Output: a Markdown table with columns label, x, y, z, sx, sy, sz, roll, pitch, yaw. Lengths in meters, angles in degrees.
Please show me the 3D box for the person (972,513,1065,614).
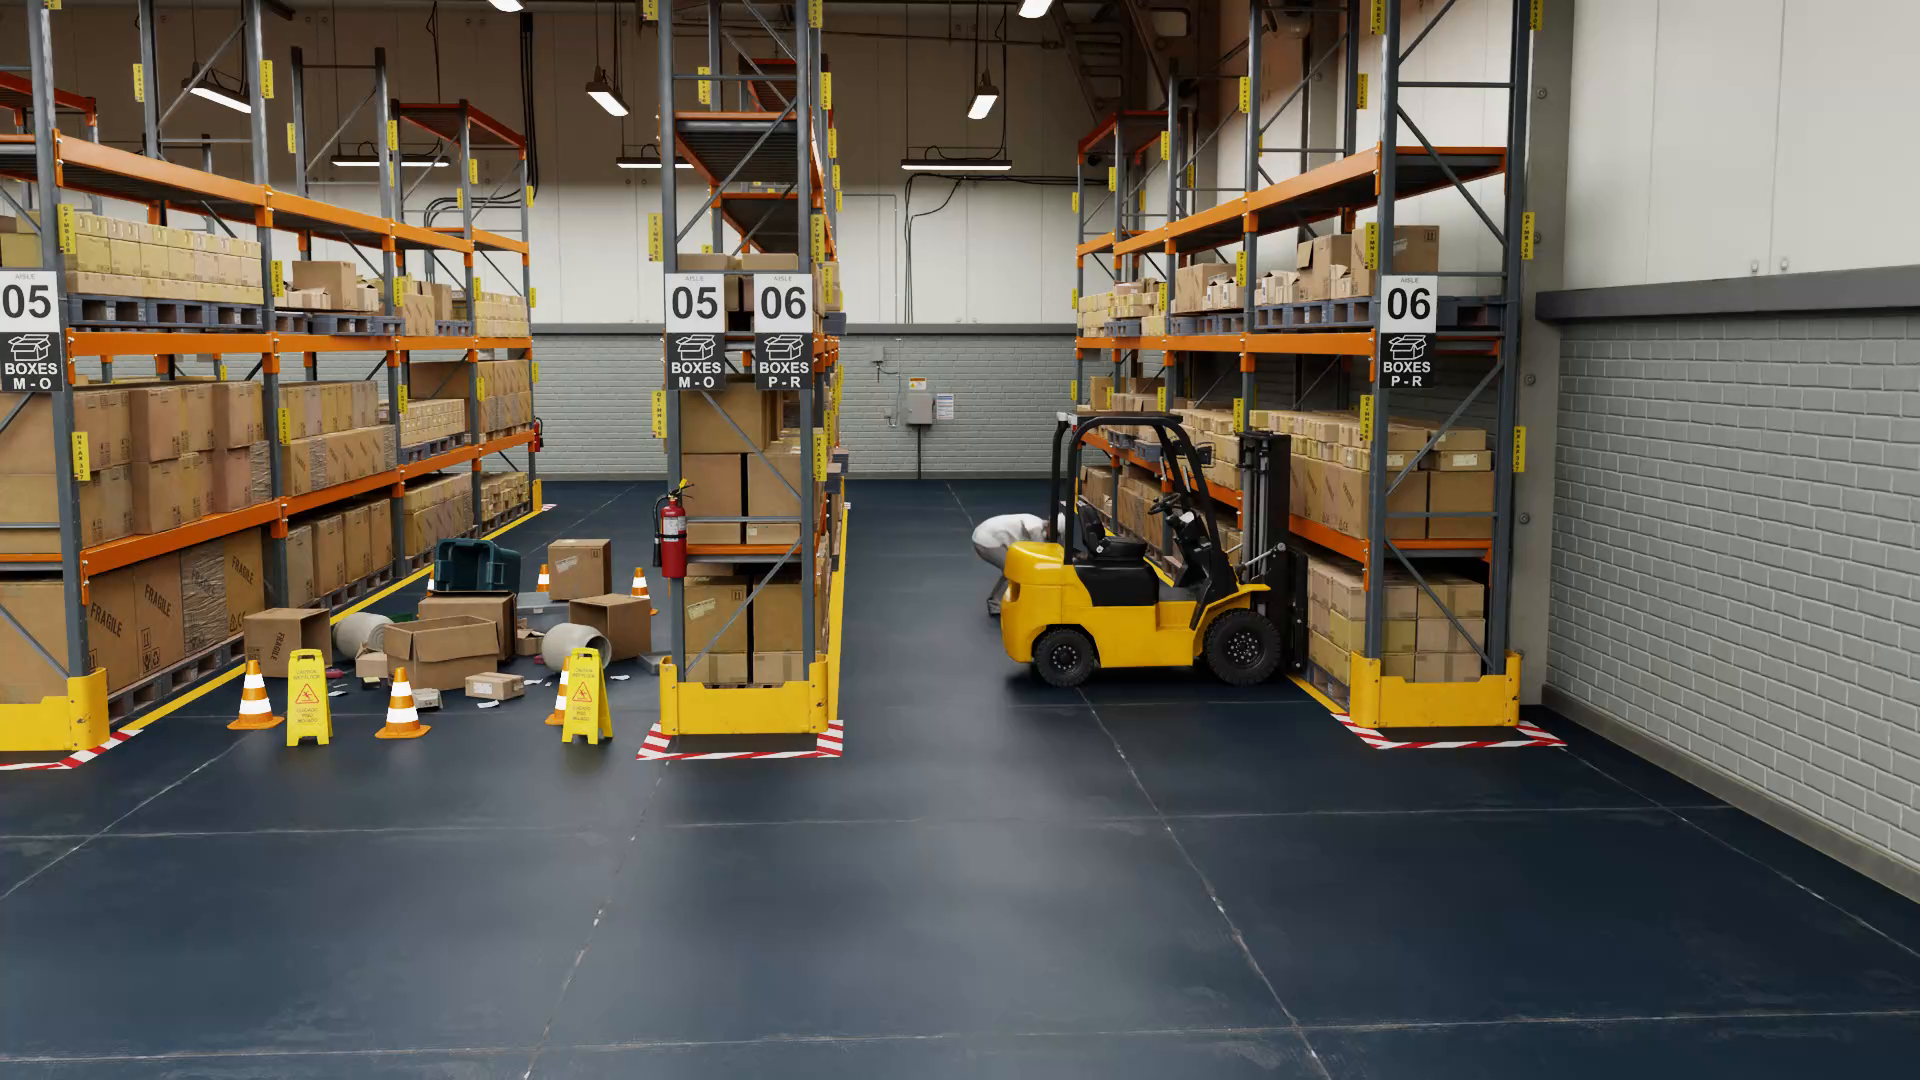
| label | x | y | z | sx | sy | sz | roll | pitch | yaw |
| --- | --- | --- | --- | --- | --- | --- | --- | --- | --- |
| person | 0.622 | 0.232 | 16.907 | 0.997 | 1.011 | 0.515 | -1 | 7 | -6 |
